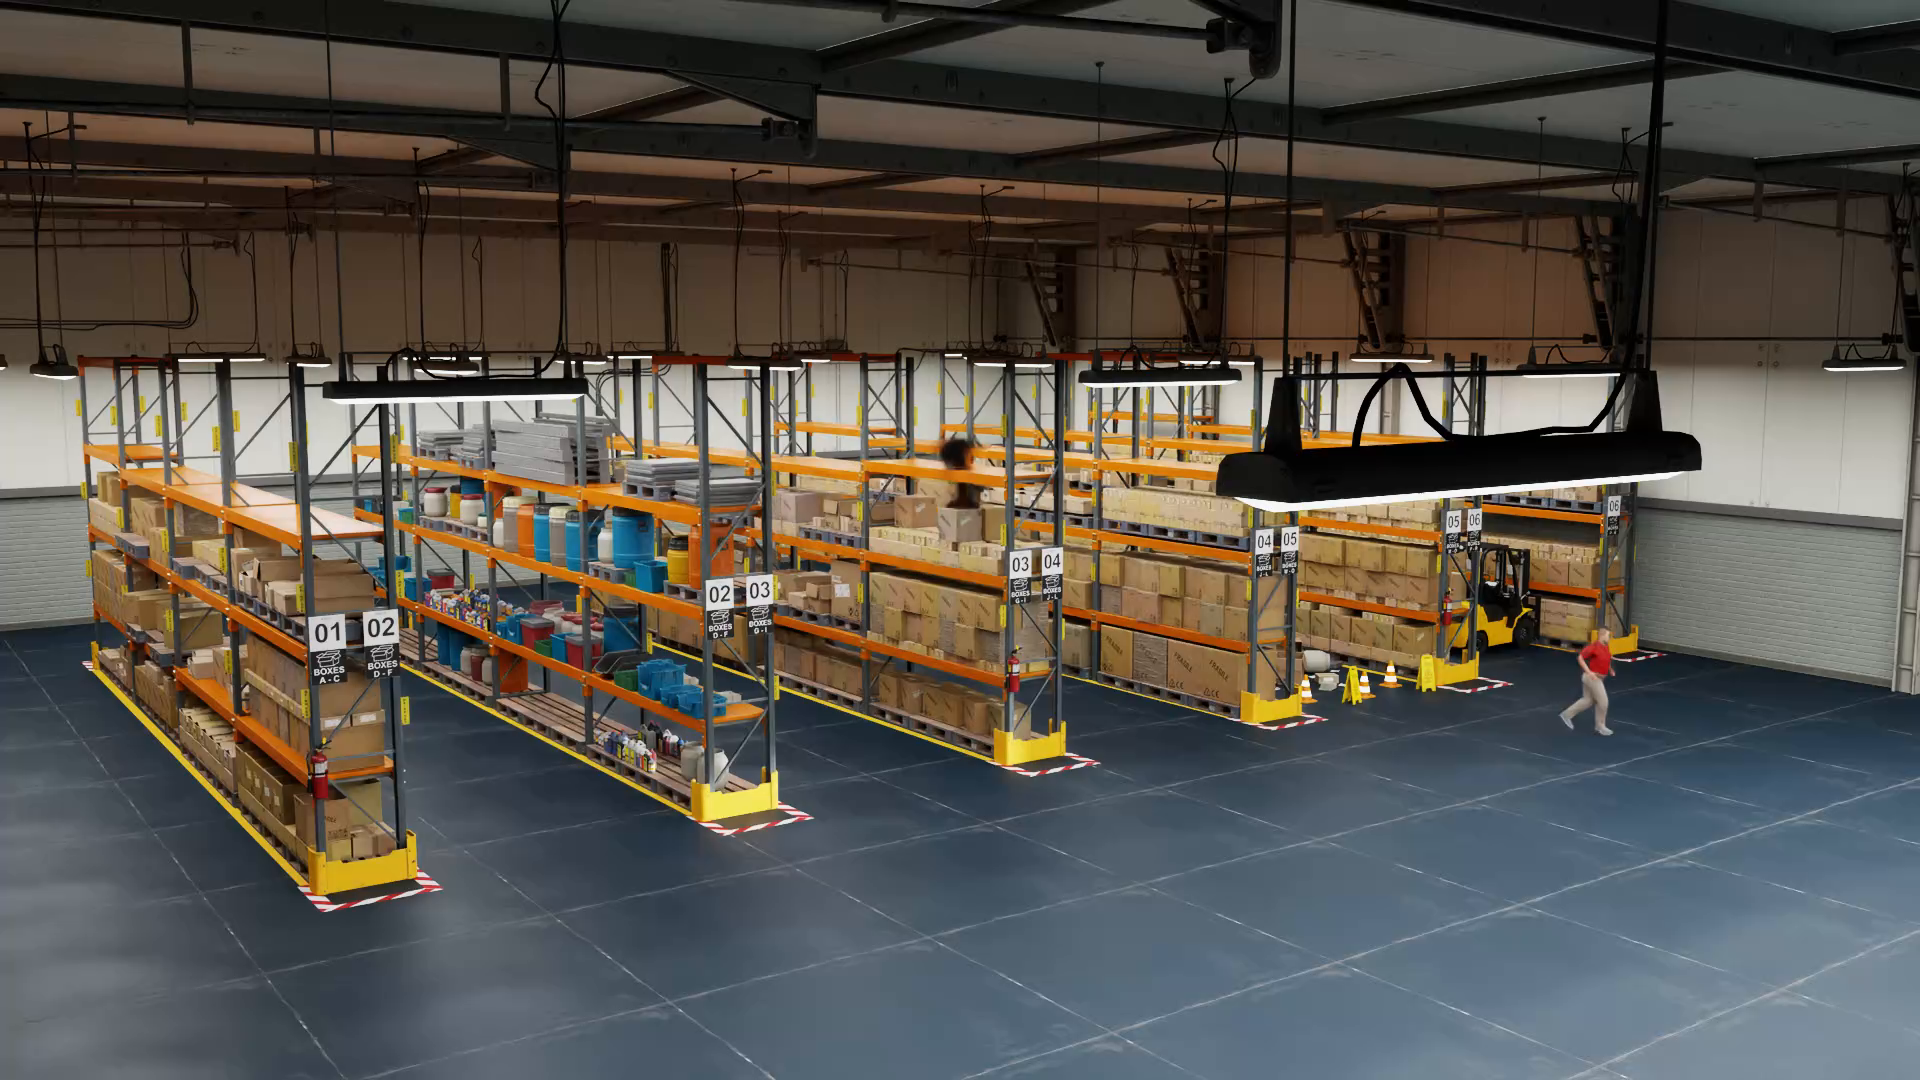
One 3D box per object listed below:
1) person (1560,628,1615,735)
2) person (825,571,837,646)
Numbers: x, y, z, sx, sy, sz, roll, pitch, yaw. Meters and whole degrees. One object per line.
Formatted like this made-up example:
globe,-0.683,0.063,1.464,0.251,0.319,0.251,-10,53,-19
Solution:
person,10.130,2.248,26.784,0.841,1.709,0.627,4,8,31
person,-2.554,1.480,32.989,0.673,1.748,0.853,-5,8,-33
